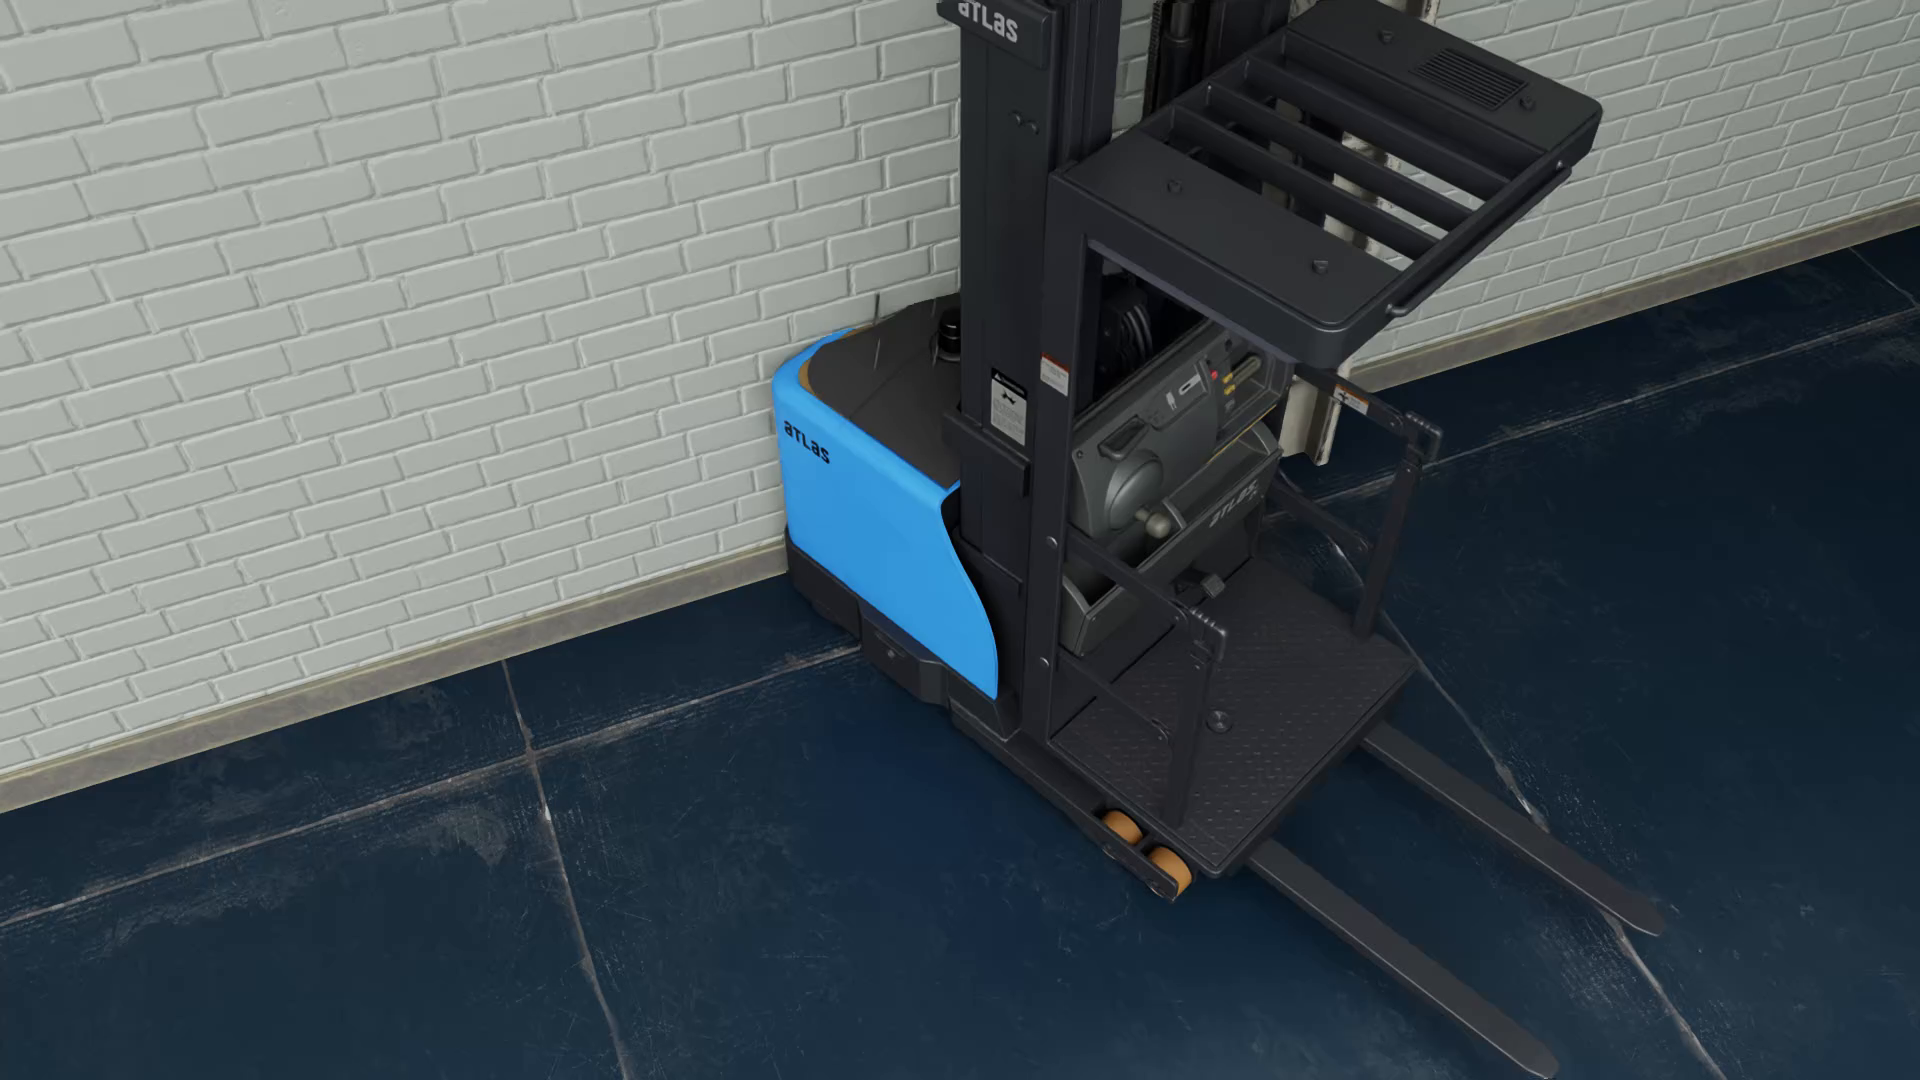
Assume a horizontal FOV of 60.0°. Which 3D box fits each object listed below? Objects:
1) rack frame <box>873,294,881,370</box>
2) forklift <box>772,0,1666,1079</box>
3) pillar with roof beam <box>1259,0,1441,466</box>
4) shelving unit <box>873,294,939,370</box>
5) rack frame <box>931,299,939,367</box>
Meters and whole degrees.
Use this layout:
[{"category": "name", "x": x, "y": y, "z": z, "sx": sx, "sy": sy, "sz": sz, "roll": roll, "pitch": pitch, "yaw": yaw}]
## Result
[{"category": "rack frame", "x": -0.353, "y": -0.288, "z": 5.681, "sx": 0.006, "sy": 1.200, "sz": 0.240, "roll": 5, "pitch": 45, "yaw": -8}, {"category": "forklift", "x": 0.792, "y": -0.274, "z": 4.553, "sx": 3.031, "sy": 2.935, "sz": 1.130, "roll": 36, "pitch": 58, "yaw": 27}, {"category": "pillar with roof beam", "x": 2.832, "y": -0.264, "z": 0.545, "sx": 0.400, "sy": 9.000, "sz": 9.100, "roll": -17, "pitch": 52, "yaw": -14}, {"category": "shelving unit", "x": -0.263, "y": -0.281, "z": 5.695, "sx": 0.189, "sy": 1.200, "sz": 0.258, "roll": 5, "pitch": 45, "yaw": -8}, {"category": "rack frame", "x": -0.172, "y": -0.273, "z": 5.708, "sx": 0.006, "sy": 1.200, "sz": 0.240, "roll": 5, "pitch": 45, "yaw": -8}]
